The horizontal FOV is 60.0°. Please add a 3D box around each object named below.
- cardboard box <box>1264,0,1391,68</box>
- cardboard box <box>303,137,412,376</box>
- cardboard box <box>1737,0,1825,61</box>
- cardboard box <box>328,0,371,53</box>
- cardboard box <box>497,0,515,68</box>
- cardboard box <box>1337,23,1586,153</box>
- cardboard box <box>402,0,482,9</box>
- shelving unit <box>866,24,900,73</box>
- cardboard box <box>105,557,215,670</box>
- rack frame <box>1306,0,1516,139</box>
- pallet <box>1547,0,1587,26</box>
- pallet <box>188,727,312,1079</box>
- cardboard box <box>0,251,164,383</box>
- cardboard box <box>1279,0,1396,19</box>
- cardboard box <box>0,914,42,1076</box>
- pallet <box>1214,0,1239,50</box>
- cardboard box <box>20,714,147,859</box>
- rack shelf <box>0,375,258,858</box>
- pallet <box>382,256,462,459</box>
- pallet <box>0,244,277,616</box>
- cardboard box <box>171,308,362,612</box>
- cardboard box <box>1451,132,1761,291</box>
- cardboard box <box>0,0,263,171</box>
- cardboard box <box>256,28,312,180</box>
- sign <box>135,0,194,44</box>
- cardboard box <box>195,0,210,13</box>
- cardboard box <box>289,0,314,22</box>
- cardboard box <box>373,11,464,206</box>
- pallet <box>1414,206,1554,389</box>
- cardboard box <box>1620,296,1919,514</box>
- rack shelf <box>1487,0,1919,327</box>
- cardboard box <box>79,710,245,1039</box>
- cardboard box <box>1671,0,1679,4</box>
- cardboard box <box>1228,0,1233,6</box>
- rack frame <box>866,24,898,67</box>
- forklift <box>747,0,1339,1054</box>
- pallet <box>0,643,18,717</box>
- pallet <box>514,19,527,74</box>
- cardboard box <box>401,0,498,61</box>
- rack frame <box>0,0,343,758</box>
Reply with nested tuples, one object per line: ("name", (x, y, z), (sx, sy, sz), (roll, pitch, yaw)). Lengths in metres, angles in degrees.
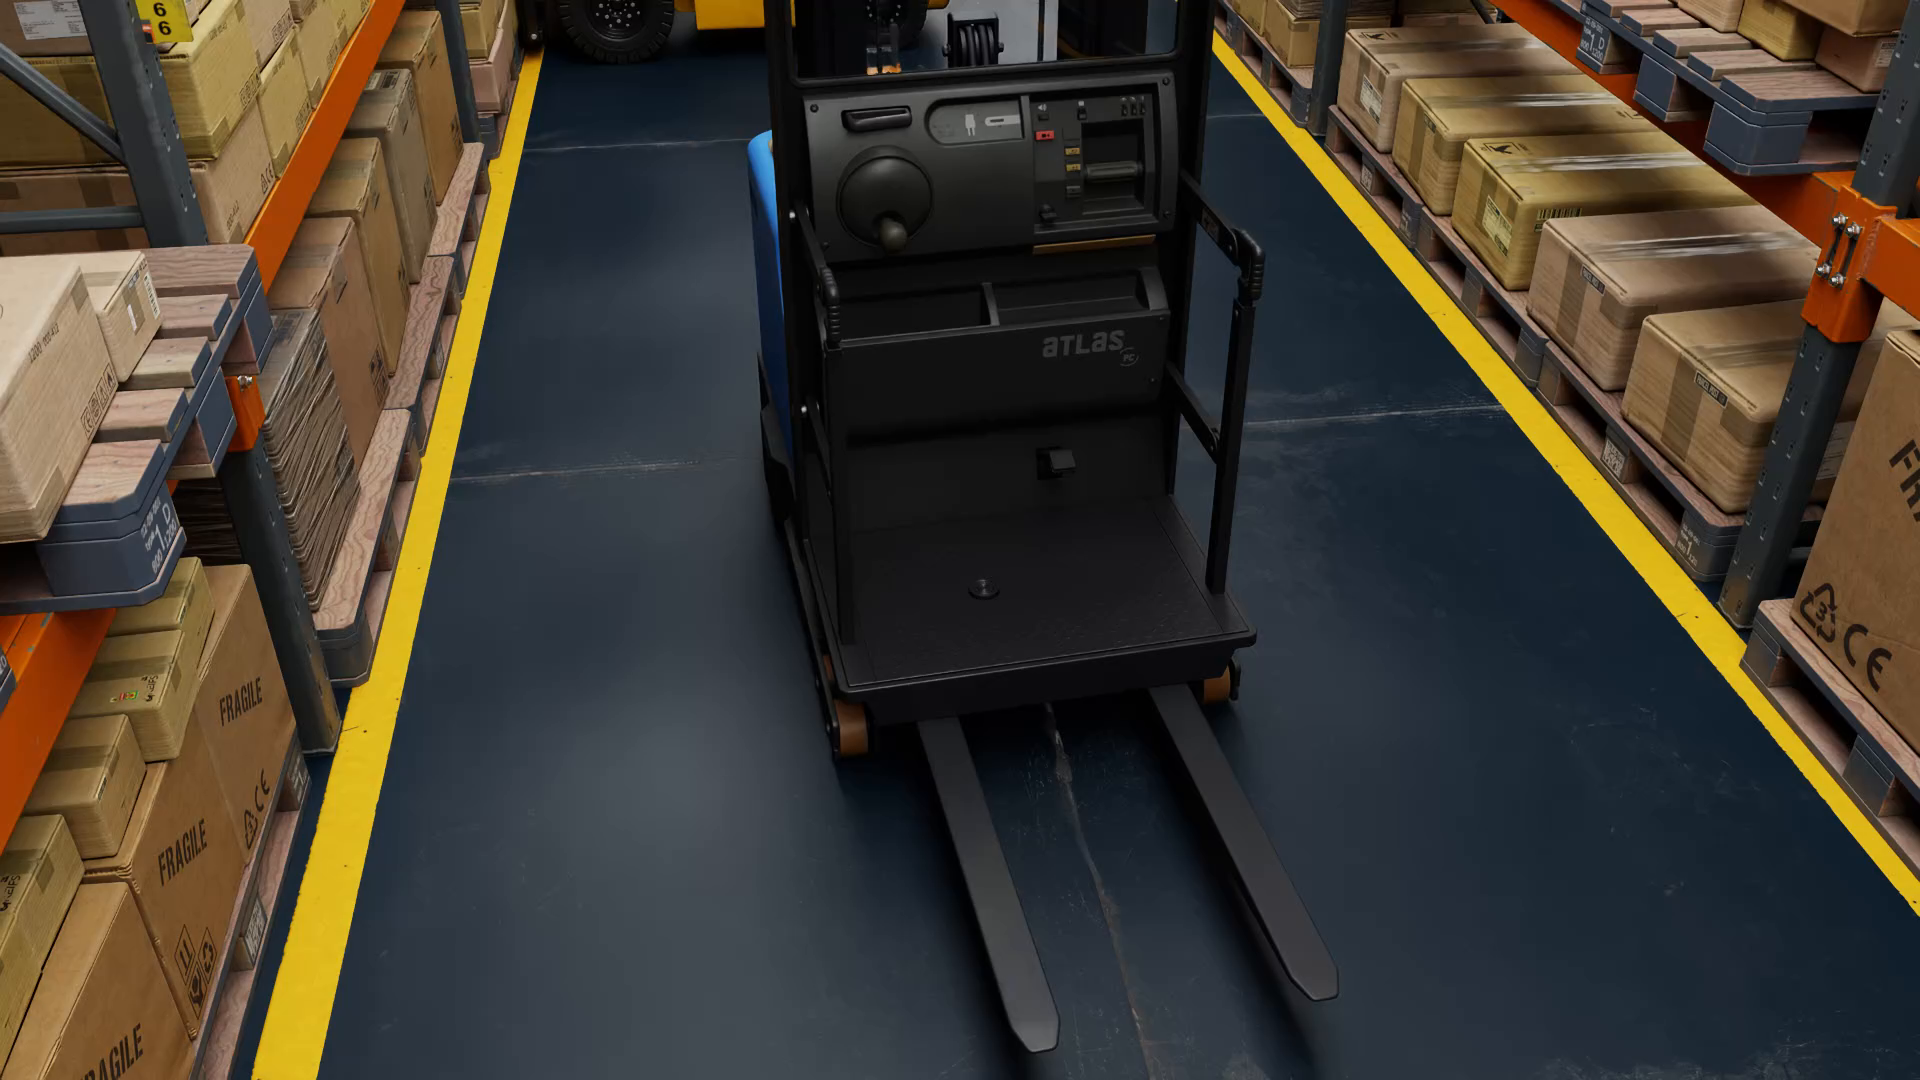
("cardboard box", (1.872, -2.622, 8.503), (0.500, 0.250, 0.500), (-3, 34, -4))
("cardboard box", (-2.419, -0.947, 5.711), (0.875, 0.625, 0.625), (-6, 35, -8))
("cardboard box", (2.371, -1.422, 4.524), (0.380, 0.149, 0.250), (-4, 34, -6))
("cardboard box", (-2.187, -1.727, 5.254), (0.500, 0.250, 0.500), (-3, 34, -5))
("cardboard box", (-2.521, -2.512, 8.341), (0.500, 0.250, 0.500), (-5, 35, -7))
("cardboard box", (2.291, -2.071, 7.586), (0.950, 0.372, 0.625), (-4, 34, -6))
("cardboard box", (-2.455, -2.642, 7.644), (0.500, 0.250, 0.500), (-5, 35, -7))
("shelving unit", (-0.282, -1.130, 5.843), (0.258, 1.200, 0.503), (-7, 35, -10))
("cardboard box", (-1.845, 0.182, 3.590), (0.380, 0.149, 0.250), (-6, 35, -9))
("rack frame", (2.218, -3.276, 7.393), (1.000, 3.000, 0.127), (-4, 35, -6))
("pallet", (2.449, -2.066, 5.788), (1.003, 0.211, 1.213), (-4, 35, -6))
("pallet", (-2.100, 0.906, 3.733), (1.003, 0.211, 1.213), (-4, 35, -6))
("cardboard box", (-1.694, -0.398, 3.020), (0.380, 0.149, 0.250), (-4, 34, -5))
("cardboard box", (1.872, -2.933, 8.293), (0.500, 0.500, 0.500), (-5, 35, -7))
("cardboard box", (-1.761, 0.772, 2.724), (0.380, 0.149, 0.250), (-5, 35, -7))
("pallet", (1.925, -3.178, 9.725), (1.003, 0.211, 1.213), (-4, 35, -6))
("cardboard box", (-1.786, 0.483, 3.149), (0.380, 0.149, 0.250), (-5, 35, -8))
("rack shelf", (-1.894, 0.748, 2.128), (1.077, 0.370, 4.000), (-4, 35, -6))
("pallet", (-2.395, -0.655, 6.023), (1.003, 0.211, 1.213), (-4, 35, -6))
("pallet", (-2.002, -0.213, 3.070), (1.213, 0.211, 1.003), (-4, 35, -6))
("cardboard box", (-2.233, -0.207, 4.626), (0.875, 0.625, 0.625), (-3, 34, -5))
("cardboard box", (2.486, -1.282, 6.428), (0.950, 0.372, 0.625), (-3, 34, -5))
("cardboard box", (-1.955, -1.078, 3.858), (0.500, 0.250, 0.500), (-4, 35, -6))
("cardboard box", (-2.043, -1.151, 4.408), (0.500, 0.250, 0.500), (-5, 35, -7))
("sign", (-1.626, -1.158, 3.327), (0.100, 0.325, 0.005), (-4, 35, -6))
("cardboard box", (-1.951, -1.324, 3.864), (0.380, 0.149, 0.250), (-4, 34, -5))
("cardboard box", (-2.099, -1.649, 4.696), (0.500, 0.250, 0.500), (-5, 35, -8))
("cardboard box", (-2.619, -1.800, 6.963), (0.875, 0.625, 0.625), (-3, 34, -4))
("pallet", (2.491, -1.007, 6.540), (1.003, 0.211, 1.213), (-4, 35, -6))
("cardboard box", (2.689, -0.447, 5.203), (0.950, 0.372, 0.625), (-7, 35, -10))
("rack shelf", (2.487, -1.862, 5.958), (1.077, 0.370, 4.000), (-4, 35, -6))
("cardboard box", (-1.836, 0.694, 3.415), (0.500, 0.500, 0.500), (-5, 35, -7))
("cardboard box", (2.266, -1.701, 4.932), (0.380, 0.149, 0.250), (-6, 35, -9))
("cardboard box", (1.726, -3.203, 9.355), (0.500, 0.250, 0.500), (-4, 34, -6))
("rack frame", (-0.335, -1.264, 6.040), (0.240, 1.200, 0.015), (-7, 35, -10))
("forklift", (0.135, -0.869, 3.923), (1.130, 2.935, 3.031), (-7, 35, -10))
("pallet", (-1.896, 0.499, 2.025), (1.003, 0.211, 1.213), (-4, 35, -6))
("pallet", (-2.933, -2.875, 9.281), (1.003, 0.211, 1.213), (-4, 35, -6))
("cardboard box", (-2.460, -2.435, 7.784), (0.500, 0.250, 0.500), (-5, 35, -7))
("rack frame", (-2.163, -0.665, 3.563), (1.000, 3.000, 0.127), (-4, 35, -6))
